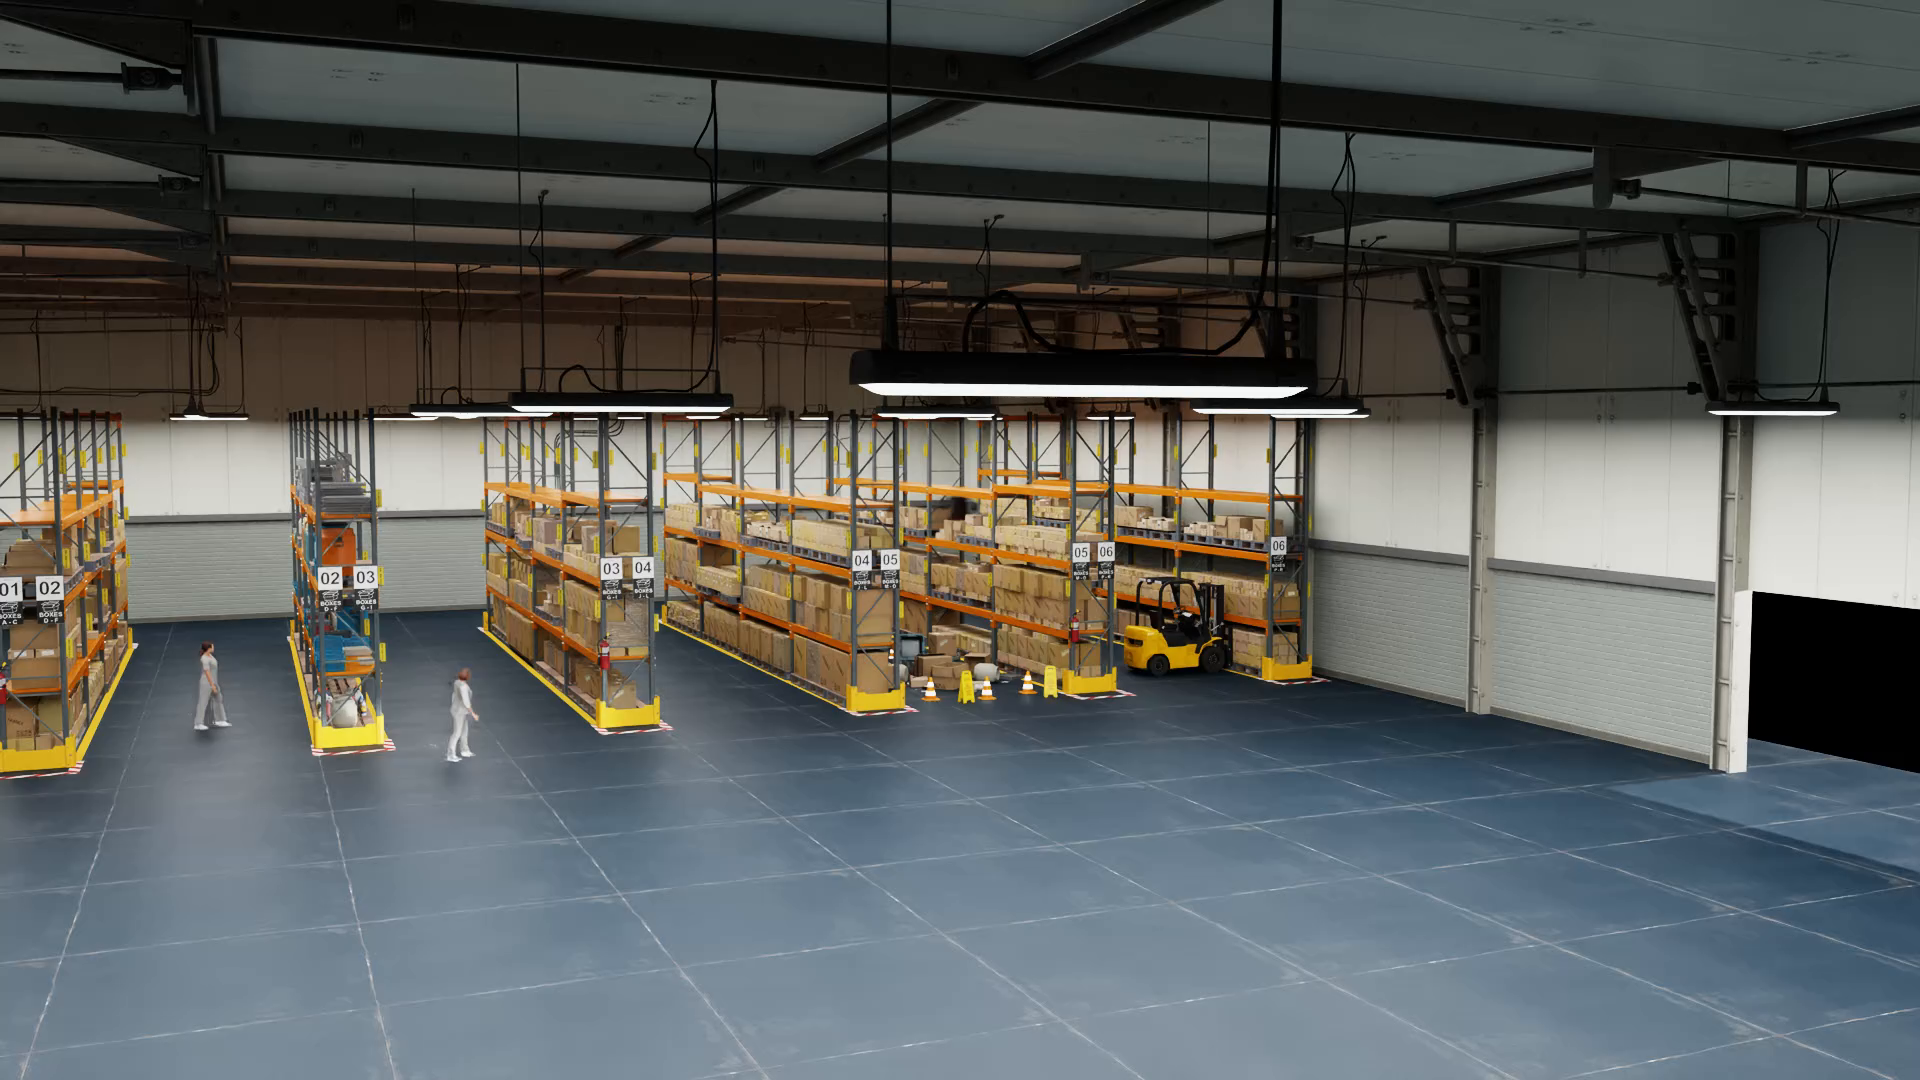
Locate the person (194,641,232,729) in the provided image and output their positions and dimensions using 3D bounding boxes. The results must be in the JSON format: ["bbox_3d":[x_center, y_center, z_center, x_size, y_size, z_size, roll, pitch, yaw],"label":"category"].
[{"bbox_3d":[-14.060,2.725,31.210,0.544,1.675,0.601,0,4,-5],"label":"person"}]

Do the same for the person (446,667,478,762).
[{"bbox_3d":[-8.498,2.969,28.333,0.534,1.619,0.560,-2,4,-21],"label":"person"}]
